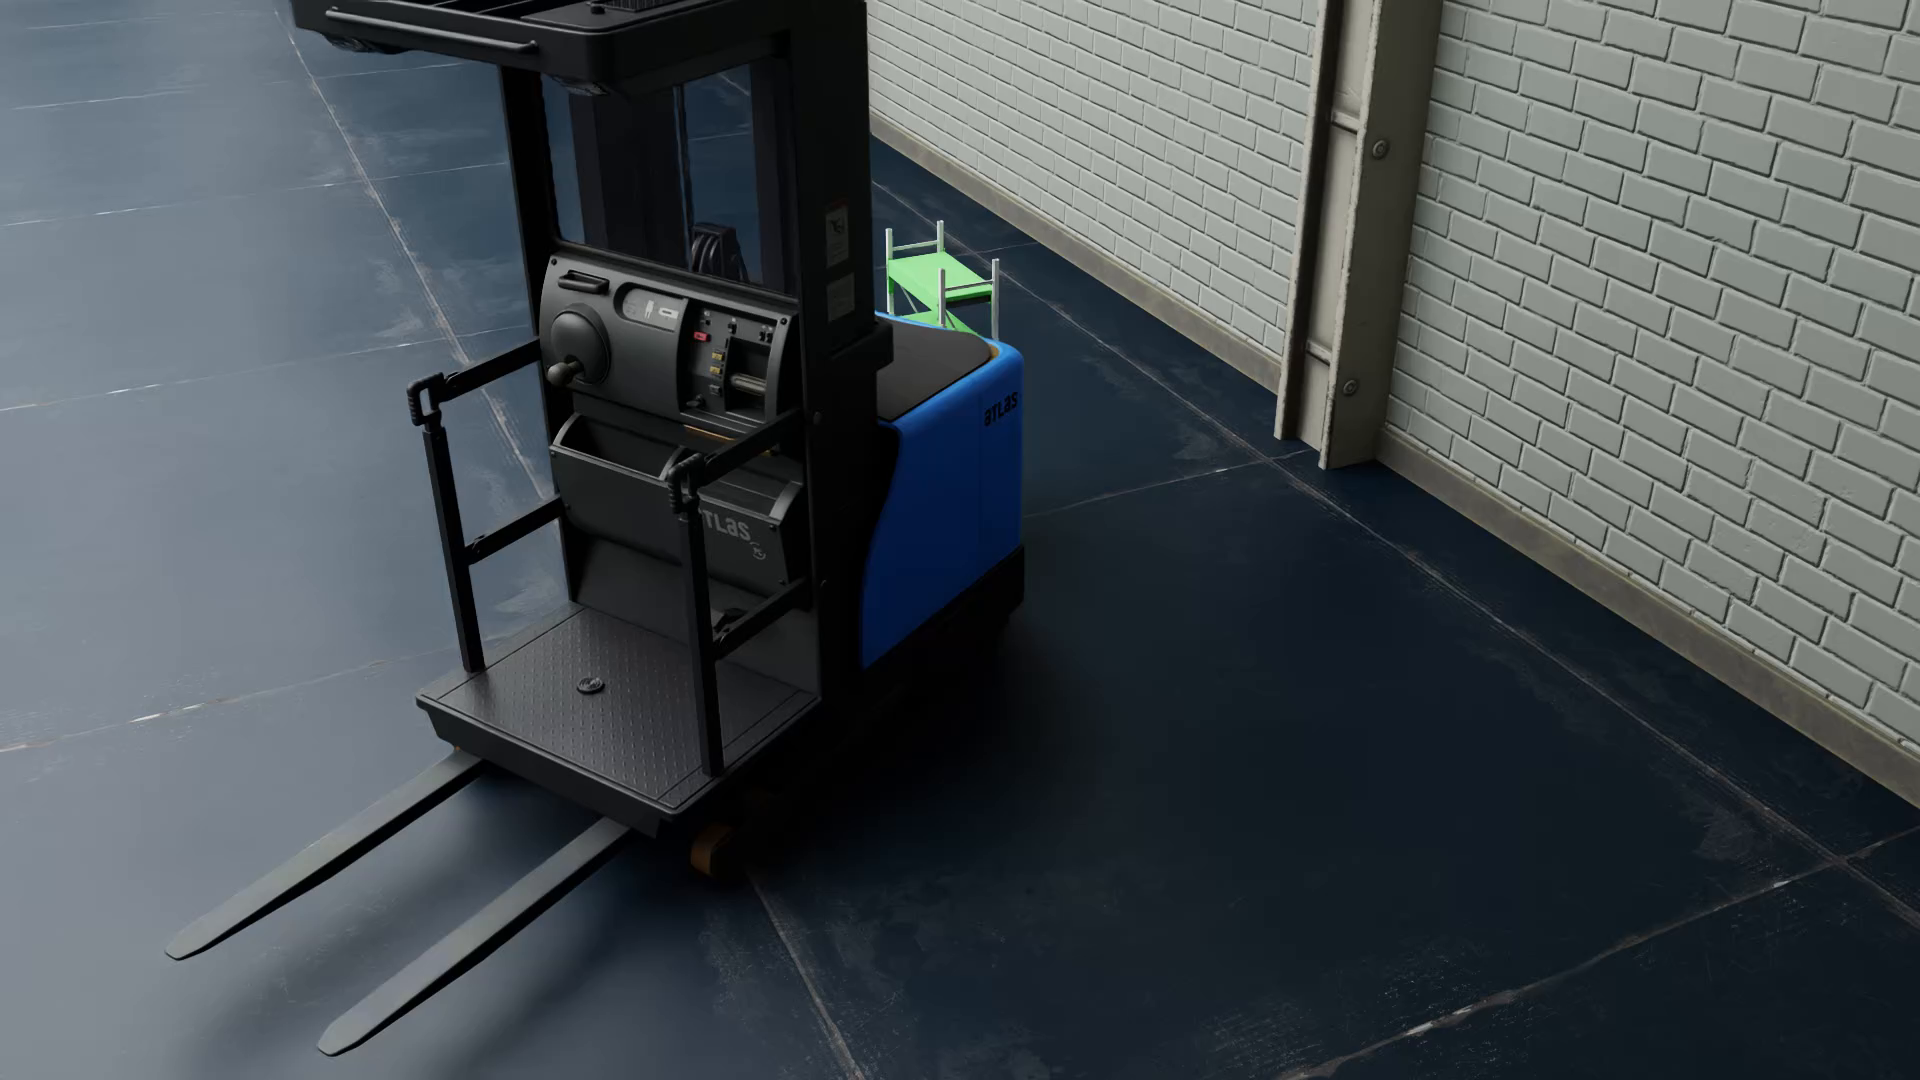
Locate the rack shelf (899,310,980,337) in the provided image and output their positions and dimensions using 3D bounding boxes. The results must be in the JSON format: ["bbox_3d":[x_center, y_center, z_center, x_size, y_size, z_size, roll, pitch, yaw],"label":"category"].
[{"bbox_3d":[-0.071,-0.750,6.501,0.258,0.148,0.480,-13,32,-22],"label":"rack shelf"}]

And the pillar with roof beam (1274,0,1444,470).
[{"bbox_3d":[-2.232,-3.446,3.694,9.100,9.000,0.400,-13,32,-22],"label":"pillar with roof beam"}]

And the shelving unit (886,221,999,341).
[{"bbox_3d":[-0.071,-0.596,6.587,0.258,1.200,0.503,-13,32,-22],"label":"shelving unit"}]

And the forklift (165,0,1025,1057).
[{"bbox_3d":[-0.987,-0.535,4.708,1.130,2.935,3.031,18,34,28],"label":"forklift"}]

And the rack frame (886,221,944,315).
[{"bbox_3d":[-0.176,-0.704,6.779,0.240,1.200,0.015,-13,32,-22],"label":"rack frame"}]

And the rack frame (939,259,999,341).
[{"bbox_3d":[0.034,-0.489,6.395,0.240,1.200,0.015,-13,32,-22],"label":"rack frame"}]

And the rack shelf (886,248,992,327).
[{"bbox_3d":[-0.071,-0.959,6.383,0.258,0.148,0.480,-13,32,-22],"label":"rack shelf"}]
